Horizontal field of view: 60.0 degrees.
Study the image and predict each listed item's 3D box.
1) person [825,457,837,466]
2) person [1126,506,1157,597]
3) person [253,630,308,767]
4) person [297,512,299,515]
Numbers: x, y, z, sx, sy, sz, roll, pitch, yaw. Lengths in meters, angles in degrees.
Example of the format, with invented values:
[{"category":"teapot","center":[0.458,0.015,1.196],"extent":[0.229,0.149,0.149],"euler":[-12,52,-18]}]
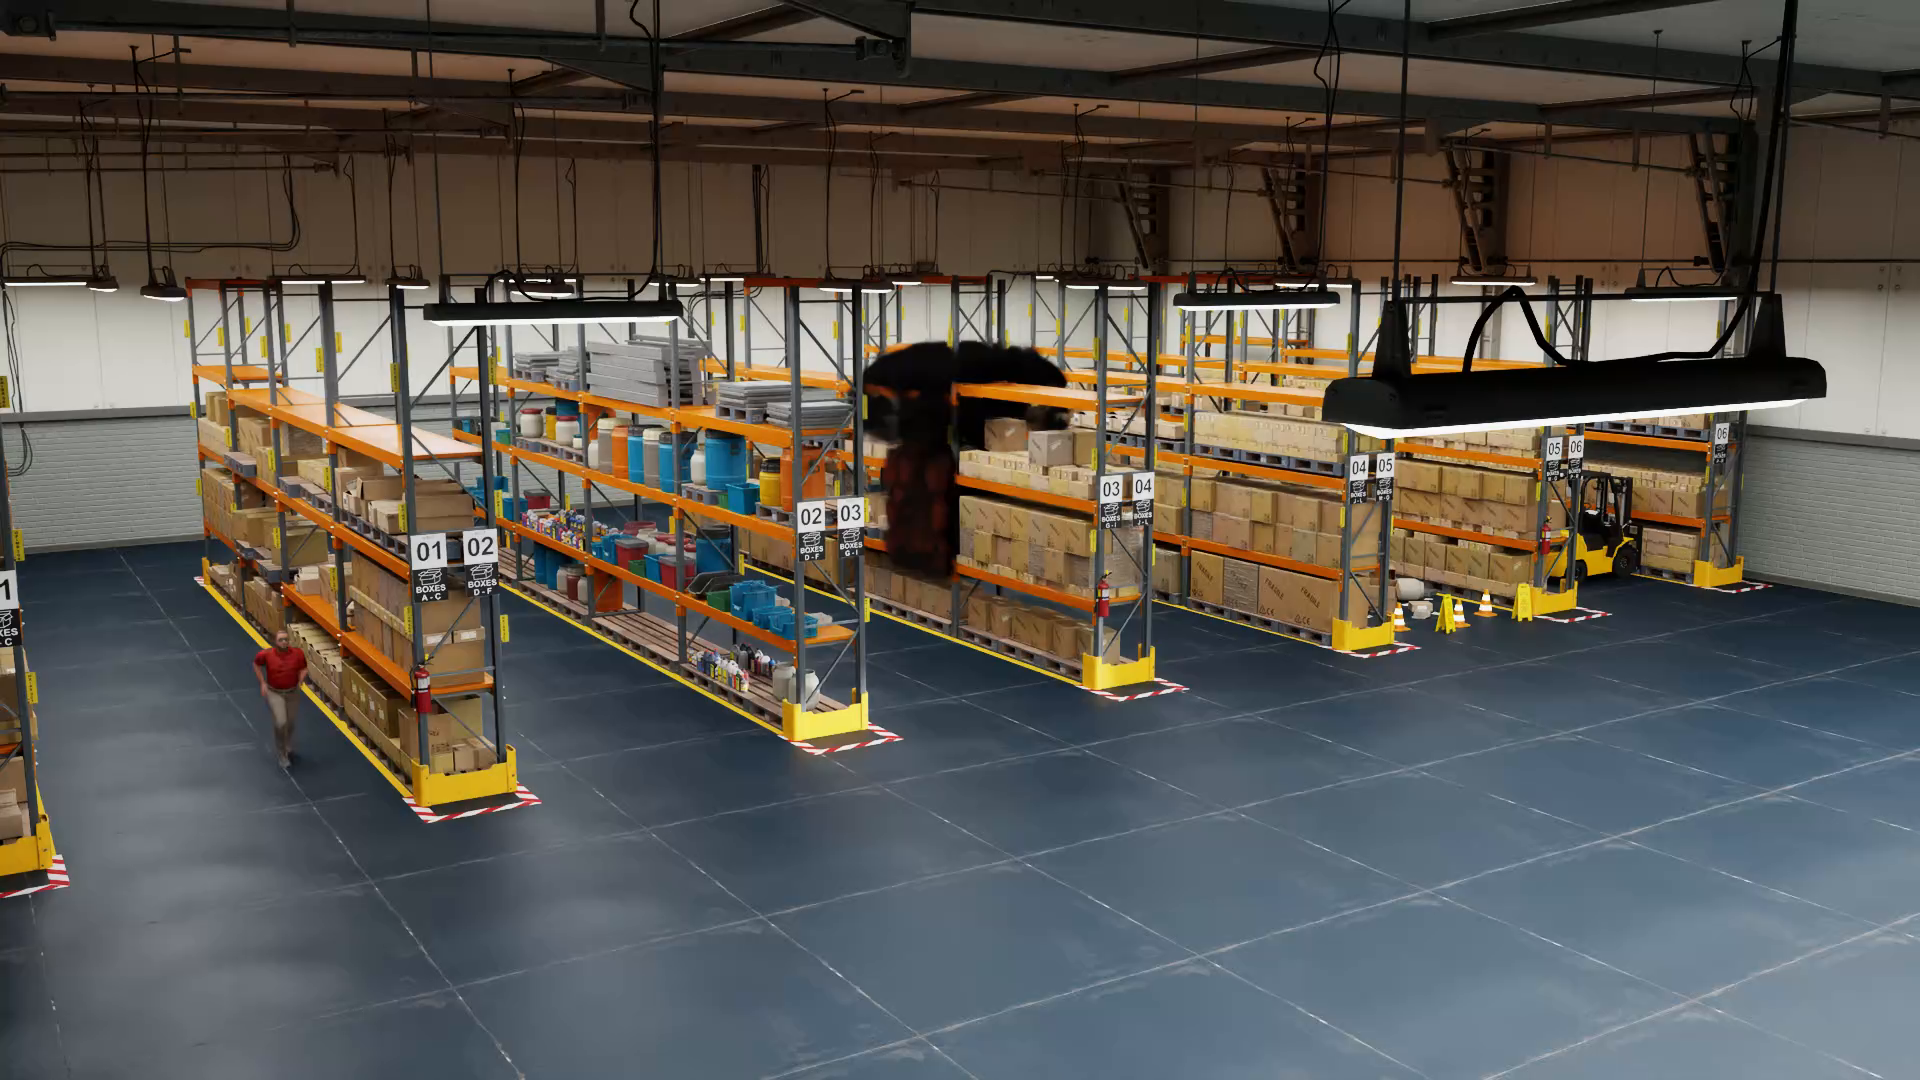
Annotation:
[{"category":"person","center":[-3.152,-1.255,40.209],"extent":[0.771,1.747,0.900],"euler":[0,10,-2]},{"category":"person","center":[3.210,0.108,30.152],"extent":[0.653,1.811,0.839],"euler":[-8,13,-41]},{"category":"person","center":[-8.588,2.004,21.132],"extent":[0.591,1.788,0.889],"euler":[-8,12,-38]},{"category":"person","center":[-13.798,-0.226,34.164],"extent":[0.862,1.724,0.681],"euler":[2,10,11]}]
